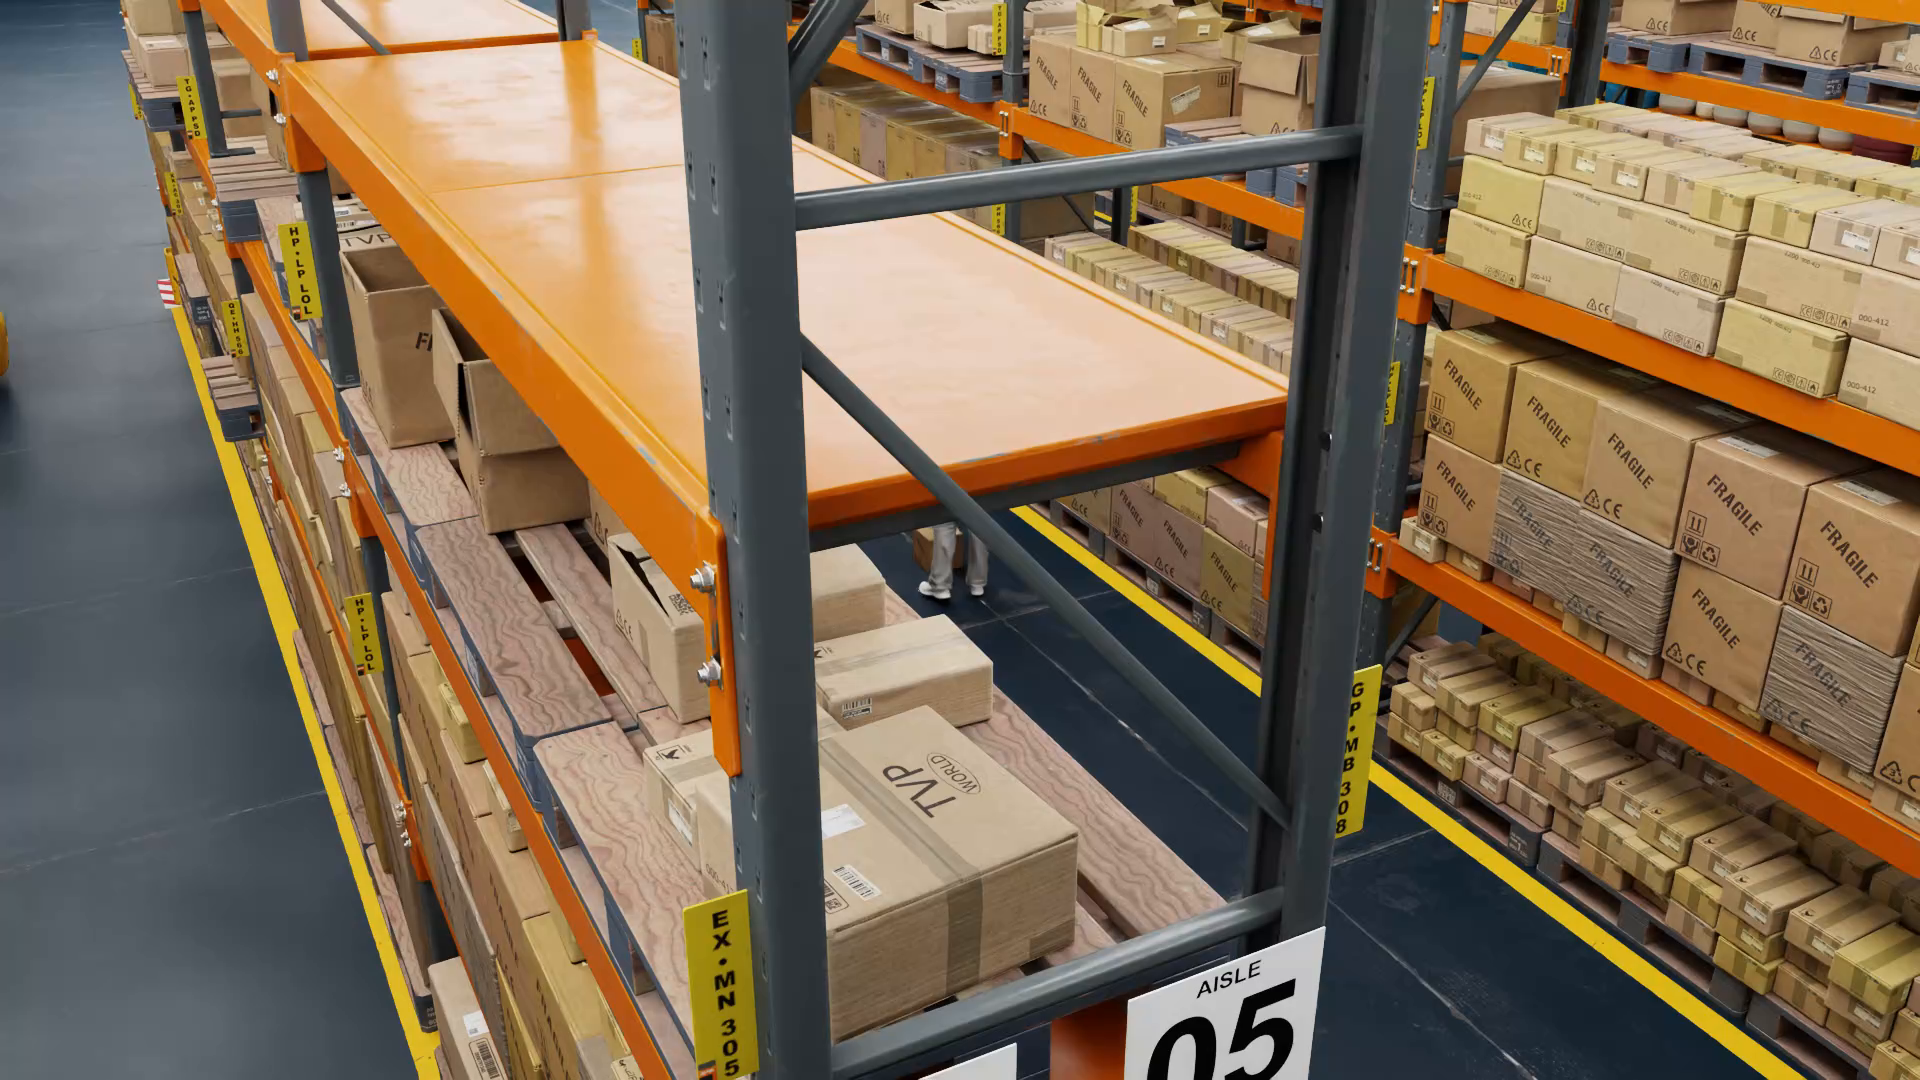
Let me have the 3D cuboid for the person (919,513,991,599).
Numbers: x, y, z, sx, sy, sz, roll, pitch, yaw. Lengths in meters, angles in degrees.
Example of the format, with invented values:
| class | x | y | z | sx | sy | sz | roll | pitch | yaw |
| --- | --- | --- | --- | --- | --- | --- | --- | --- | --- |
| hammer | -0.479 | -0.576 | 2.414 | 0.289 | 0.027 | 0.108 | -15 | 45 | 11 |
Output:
| class | x | y | z | sx | sy | sz | roll | pitch | yaw |
| --- | --- | --- | --- | --- | --- | --- | --- | --- | --- |
| person | 0.042 | -0.420 | 10.479 | 0.584 | 1.695 | 0.399 | -6 | 26 | -13 |
